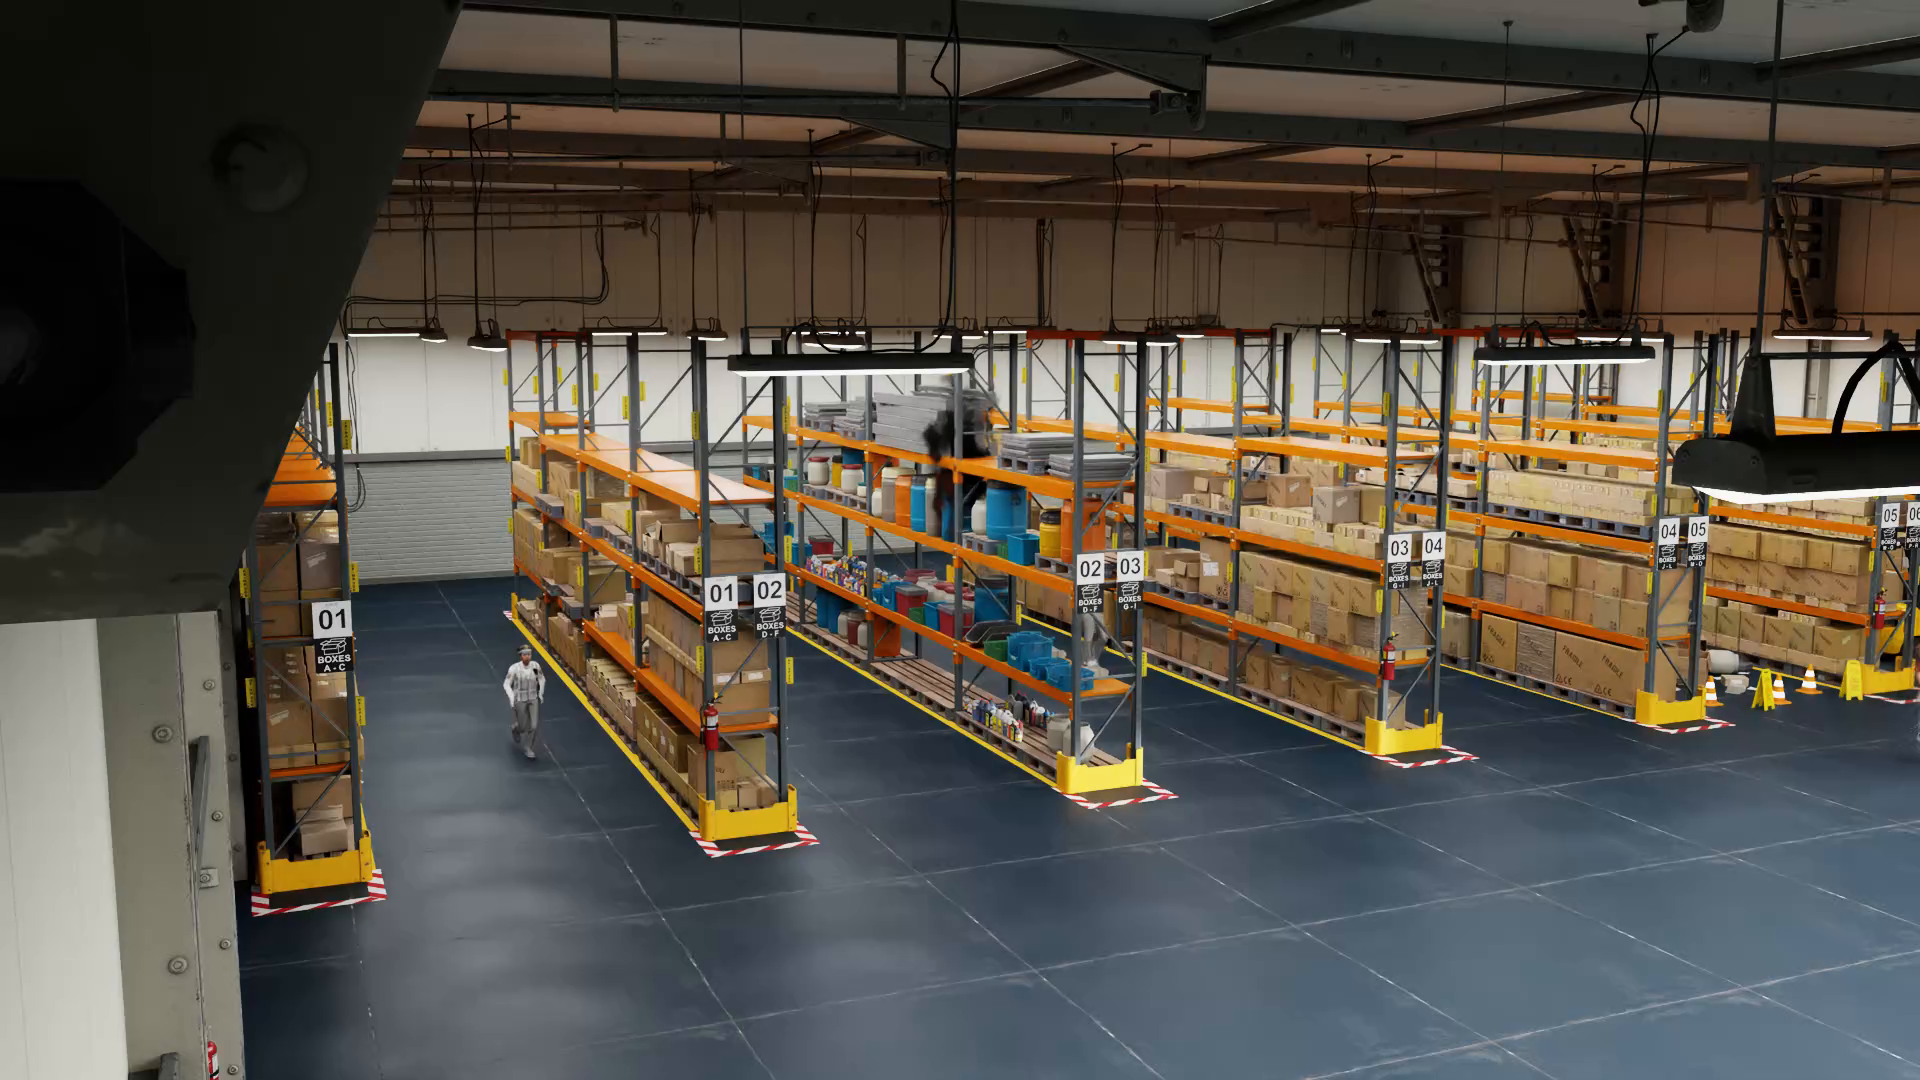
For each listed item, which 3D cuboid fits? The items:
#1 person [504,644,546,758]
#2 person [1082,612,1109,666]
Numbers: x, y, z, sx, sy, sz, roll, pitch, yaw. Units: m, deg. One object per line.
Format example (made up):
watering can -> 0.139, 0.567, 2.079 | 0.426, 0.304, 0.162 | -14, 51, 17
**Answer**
person -> -6.262, 2.281, 23.930 | 0.602, 1.648, 0.592 | -4, 9, -29
person -> 2.320, 1.371, 28.441 | 0.544, 1.680, 0.605 | -5, 9, -32
